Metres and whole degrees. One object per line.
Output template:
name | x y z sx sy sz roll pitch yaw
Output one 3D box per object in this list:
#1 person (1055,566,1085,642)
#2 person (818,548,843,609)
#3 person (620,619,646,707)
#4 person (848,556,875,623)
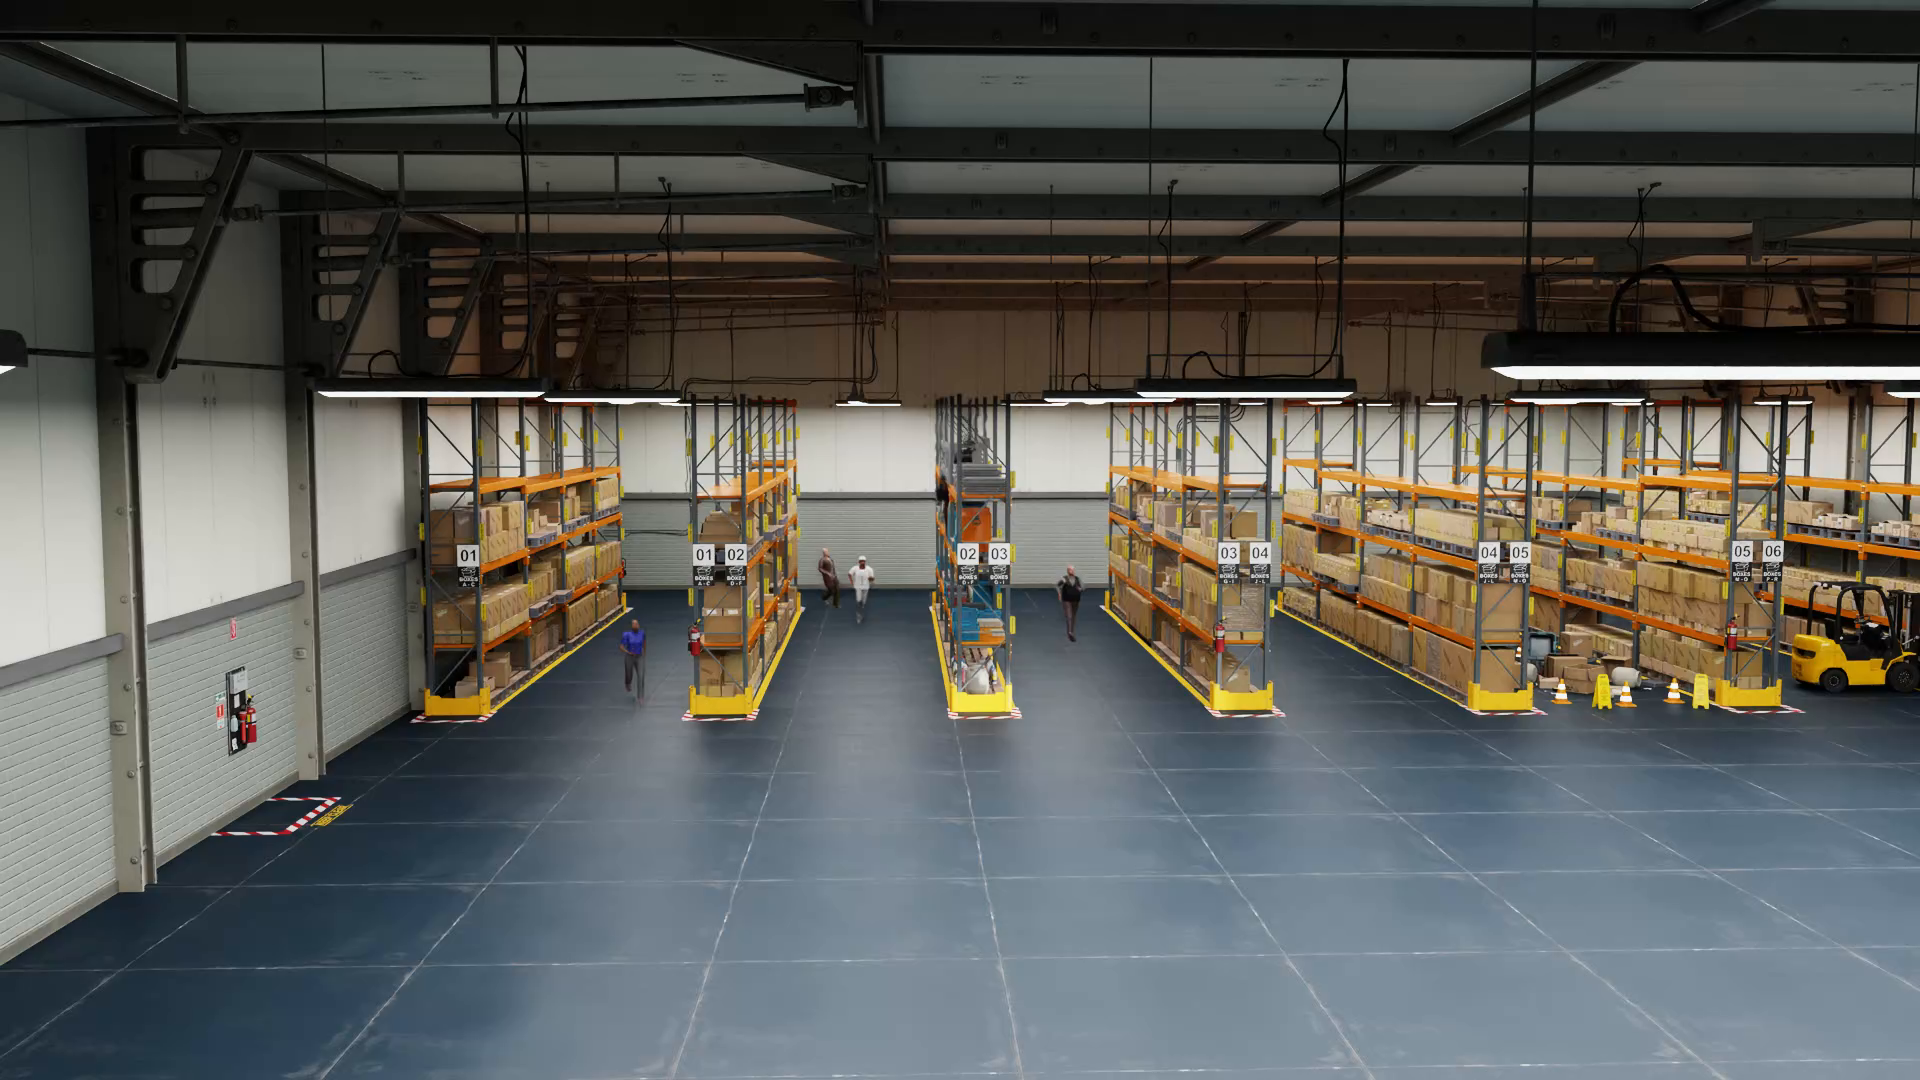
person | 2.615 1.478 39.040 0.650 1.747 0.874 -1 5 -17
person | -3.733 1.116 47.695 0.754 1.759 0.756 3 5 34
person | -6.377 2.361 32.486 0.545 1.662 1.091 -2 5 -19
person | -2.632 1.334 44.711 0.672 1.824 0.766 -1 5 -13
